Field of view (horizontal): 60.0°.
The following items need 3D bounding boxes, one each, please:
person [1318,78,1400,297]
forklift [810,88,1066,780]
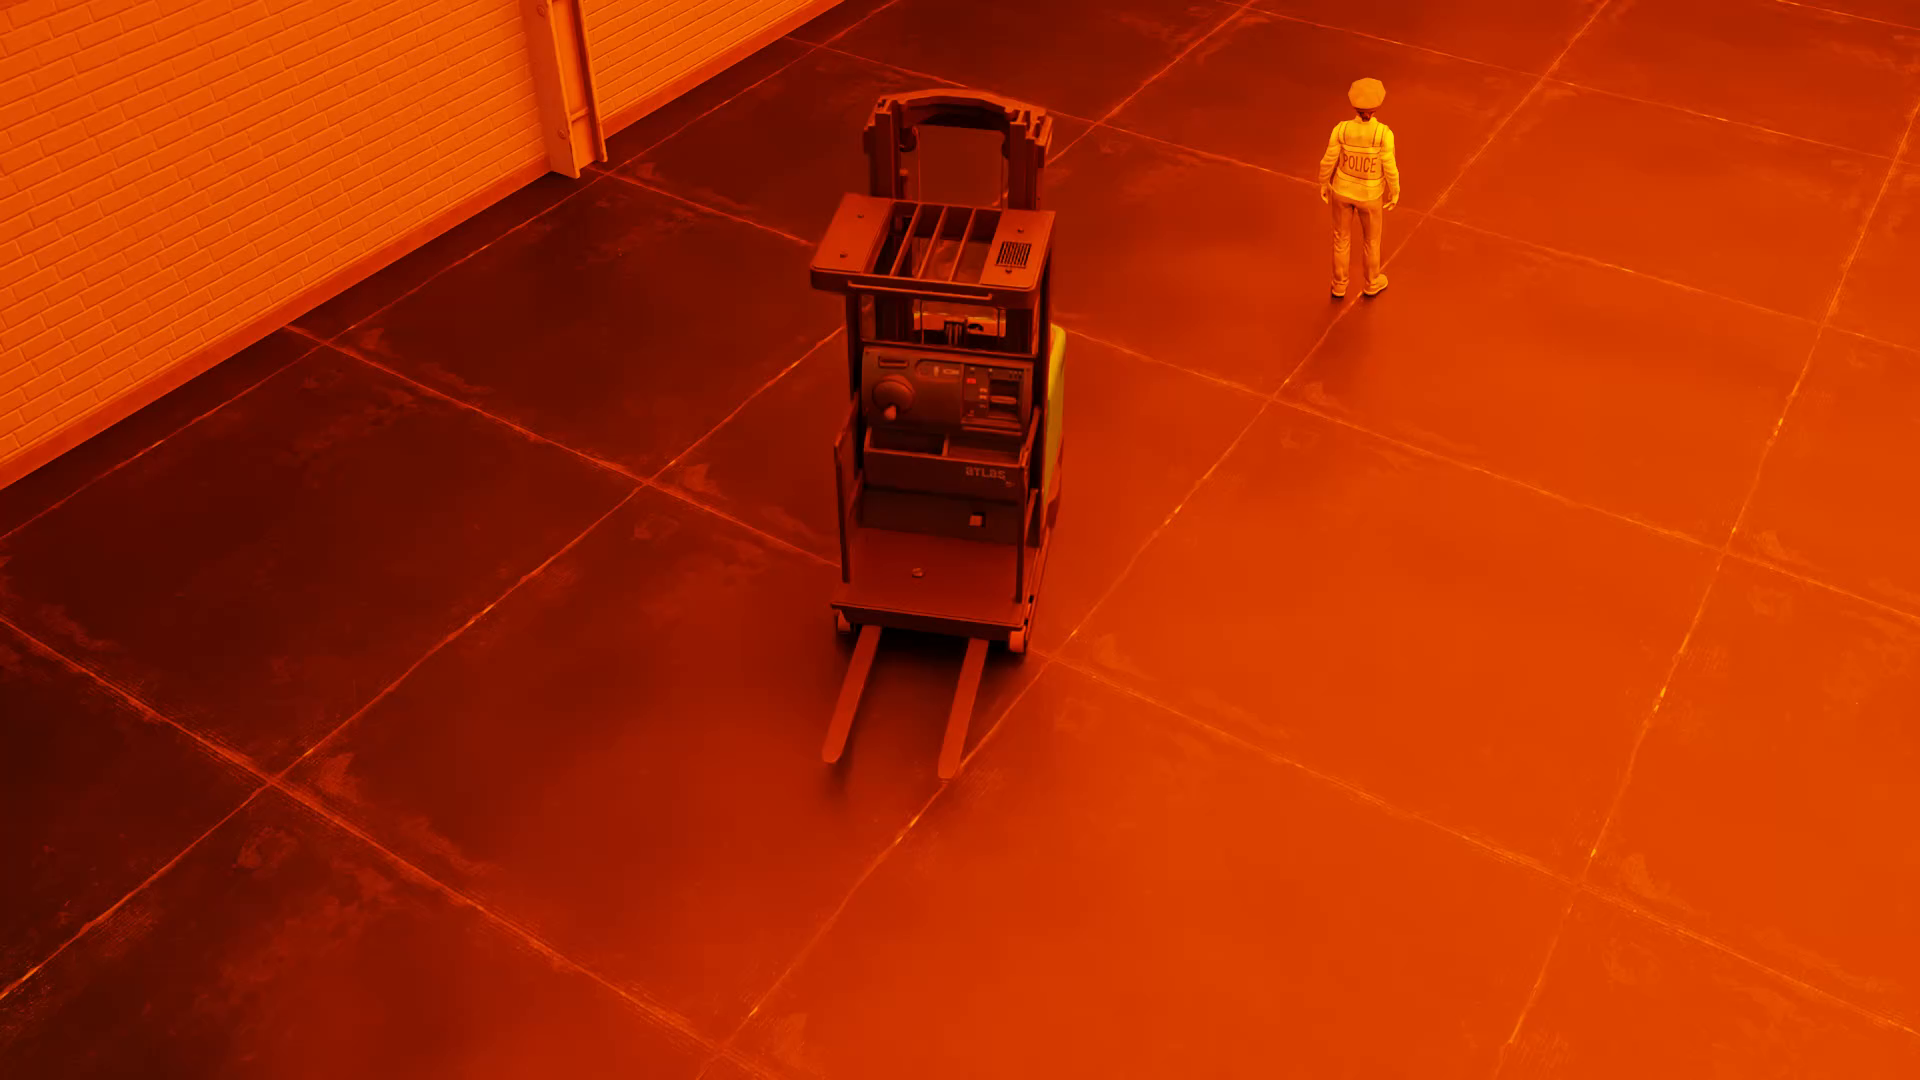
[{"bbox_3d":[2.858,-2.517,11.883,0.587,1.694,0.530,16,43,18],"label":"person"},{"bbox_3d":[-0.108,-0.731,8.830,1.130,2.935,3.031,7,41,8],"label":"forklift"}]
